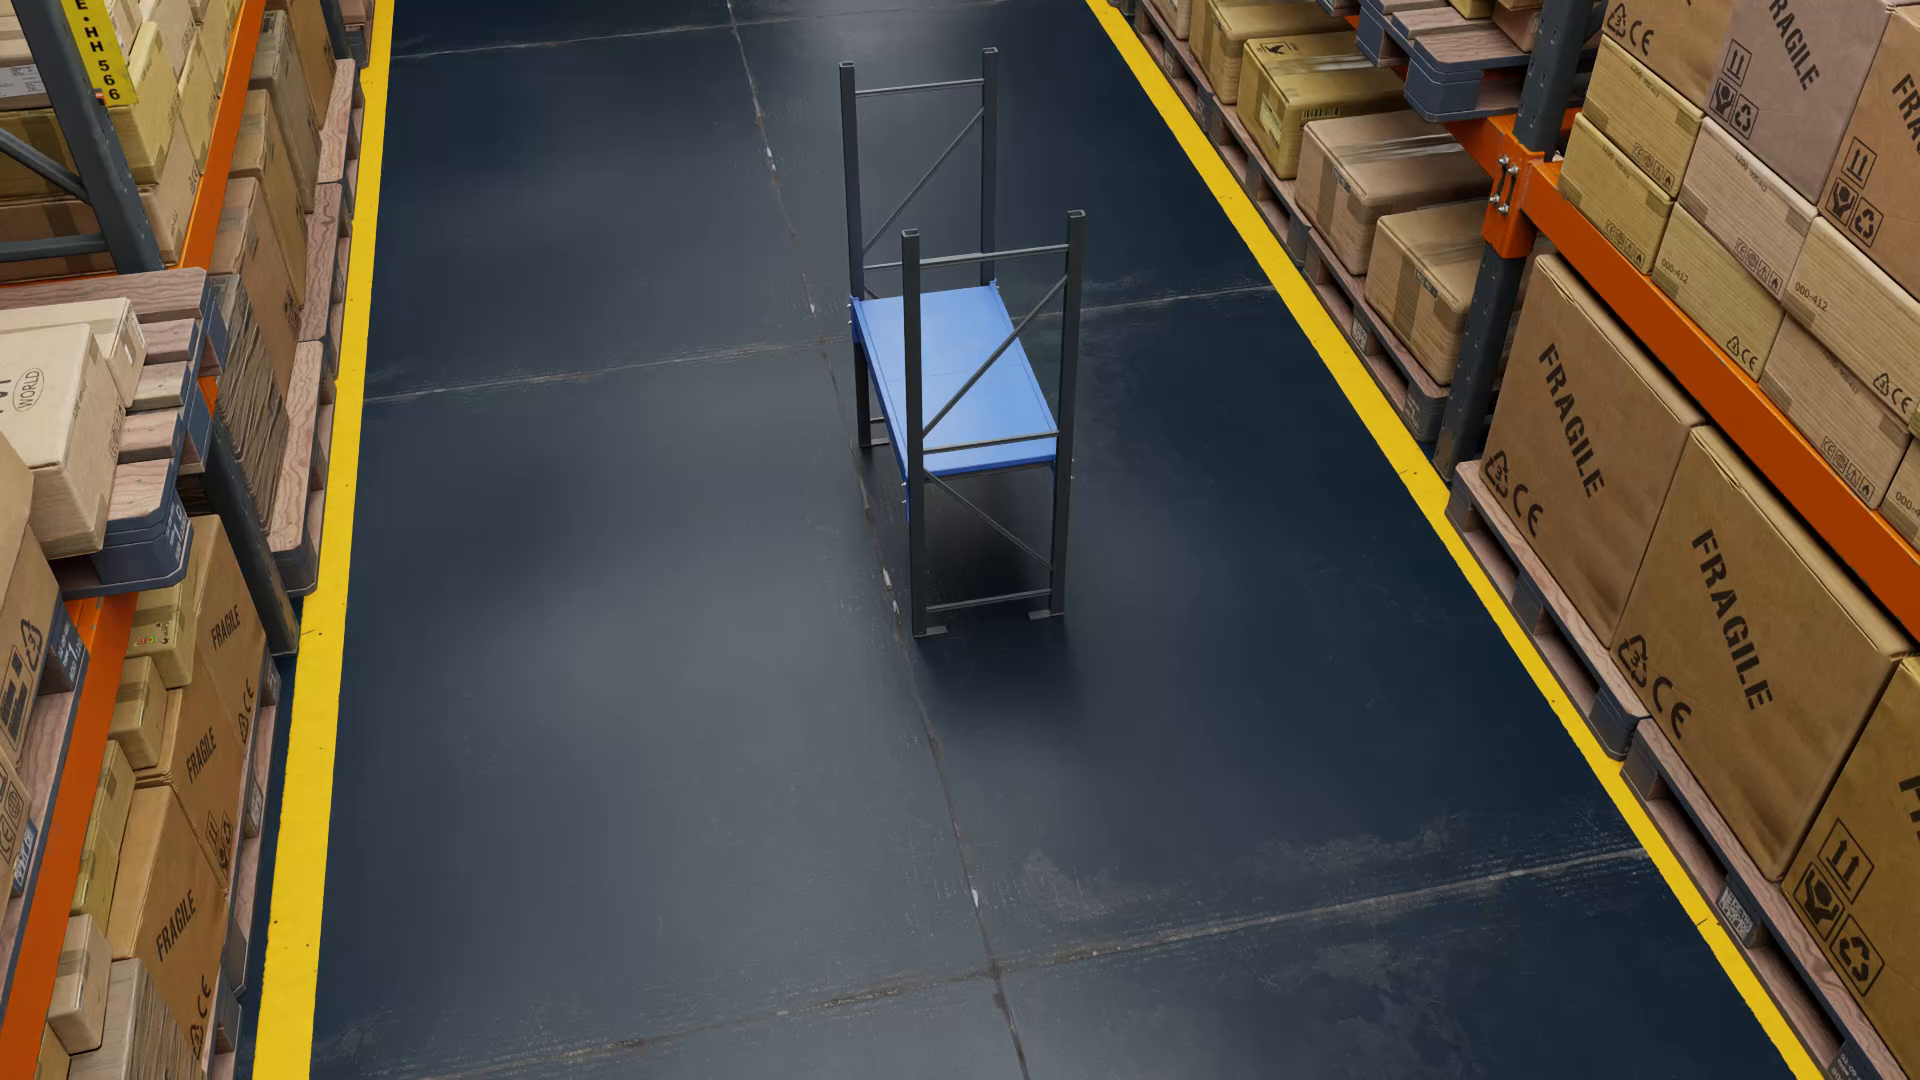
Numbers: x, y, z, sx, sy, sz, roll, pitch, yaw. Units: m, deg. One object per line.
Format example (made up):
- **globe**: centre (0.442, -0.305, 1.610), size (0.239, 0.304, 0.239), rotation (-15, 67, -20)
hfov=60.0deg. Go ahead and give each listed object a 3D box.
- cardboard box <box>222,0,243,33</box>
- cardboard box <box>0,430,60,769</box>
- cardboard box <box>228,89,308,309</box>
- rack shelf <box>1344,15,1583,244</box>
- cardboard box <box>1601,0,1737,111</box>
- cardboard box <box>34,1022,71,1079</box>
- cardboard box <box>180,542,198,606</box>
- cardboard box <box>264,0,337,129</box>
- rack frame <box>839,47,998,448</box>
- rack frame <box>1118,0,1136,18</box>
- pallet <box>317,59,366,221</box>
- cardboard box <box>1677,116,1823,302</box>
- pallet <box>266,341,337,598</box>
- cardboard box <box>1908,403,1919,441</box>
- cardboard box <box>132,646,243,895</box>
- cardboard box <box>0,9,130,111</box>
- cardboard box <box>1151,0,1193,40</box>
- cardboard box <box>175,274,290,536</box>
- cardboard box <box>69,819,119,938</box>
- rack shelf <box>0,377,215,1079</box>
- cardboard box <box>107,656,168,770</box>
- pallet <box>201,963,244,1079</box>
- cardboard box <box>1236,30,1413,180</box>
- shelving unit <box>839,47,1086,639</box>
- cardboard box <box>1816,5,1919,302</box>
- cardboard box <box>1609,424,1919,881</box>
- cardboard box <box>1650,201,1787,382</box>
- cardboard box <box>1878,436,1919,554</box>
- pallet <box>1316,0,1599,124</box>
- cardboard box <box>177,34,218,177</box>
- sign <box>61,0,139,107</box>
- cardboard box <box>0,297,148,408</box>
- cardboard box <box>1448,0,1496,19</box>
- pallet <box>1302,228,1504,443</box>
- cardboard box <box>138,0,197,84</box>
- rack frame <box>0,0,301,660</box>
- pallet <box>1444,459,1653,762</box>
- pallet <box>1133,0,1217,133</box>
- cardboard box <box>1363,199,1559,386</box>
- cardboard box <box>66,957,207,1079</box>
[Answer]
- **cardboard box**: centre (-2.814, -1.982, 5.836), size (0.500, 0.250, 0.500), rotation (-7, 42, -8)
- **cardboard box**: centre (-2.092, 0.117, 2.965), size (0.797, 0.503, 0.637), rotation (-9, 42, -10)
- **cardboard box**: centre (-3.041, -1.253, 6.375), size (0.875, 0.625, 0.625), rotation (-10, 43, -11)
- **rack shelf**: centre (1.789, -2.460, 6.804), size (1.077, 0.370, 4.000), rotation (-8, 42, -9)
- **cardboard box**: centre (2.088, -1.489, 4.340), size (0.500, 0.500, 0.500), rotation (-10, 43, -11)
- **cardboard box**: centre (-2.009, 1.130, 3.295), size (0.380, 0.149, 0.250), rotation (-8, 42, -9)
- **cardboard box**: centre (-2.271, 0.100, 4.456), size (0.380, 0.149, 0.250), rotation (-10, 43, -11)
- **cardboard box**: centre (-3.365, -2.244, 7.491), size (0.875, 0.625, 0.625), rotation (-7, 42, -7)
- **rack frame**: centre (-0.128, -0.946, 5.686), size (0.500, 1.500, 0.032), rotation (-8, 42, -9)
- **rack frame**: centre (1.357, -4.026, 8.025), size (1.000, 3.000, 0.127), rotation (-8, 42, -9)
- **pallet**: centre (-3.292, -1.797, 7.615), size (1.003, 0.211, 1.213), rotation (-8, 42, -9)
- **cardboard box**: centre (2.199, -0.865, 4.201), size (0.500, 0.250, 0.500), rotation (-7, 42, -8)
- **pallet**: centre (-2.765, -0.215, 5.834), size (1.003, 0.211, 1.213), rotation (-8, 42, -9)
- **cardboard box**: centre (2.391, -0.209, 3.462), size (0.500, 0.250, 0.500), rotation (-8, 42, -9)
- **cardboard box**: centre (-2.226, 0.628, 4.350), size (0.500, 0.500, 0.500), rotation (-9, 42, -10)
- **cardboard box**: centre (-2.407, -1.248, 4.332), size (0.380, 0.149, 0.250), rotation (-7, 42, -8)
- **cardboard box**: centre (1.473, -2.860, 8.376), size (0.950, 0.372, 0.625), rotation (-8, 42, -9)
- **cardboard box**: centre (-2.747, -0.394, 5.407), size (0.875, 0.625, 0.625), rotation (-7, 42, -8)
- **cardboard box**: centre (-2.101, 0.789, 3.680), size (0.380, 0.149, 0.250), rotation (-9, 42, -10)
- **rack shelf**: centre (-2.194, 0.846, 3.079), size (1.077, 0.370, 4.000), rotation (-8, 42, -9)
- **cardboard box**: centre (-2.168, 0.449, 4.062), size (0.380, 0.149, 0.250), rotation (-10, 43, -11)
- **pallet**: centre (-2.241, 1.602, 3.786), size (1.003, 0.211, 1.213), rotation (-8, 42, -9)
- **cardboard box**: centre (1.783, -1.944, 7.344), size (0.950, 0.372, 0.625), rotation (-7, 42, -8)
- **shelving unit**: centre (-0.018, -0.616, 5.314), size (0.538, 1.500, 1.048), rotation (-8, 42, -9)
- **cardboard box**: centre (2.301, -0.832, 3.599), size (0.500, 0.500, 0.500), rotation (-7, 42, -8)
- **cardboard box**: centre (2.477, 0.243, 4.501), size (0.875, 0.875, 0.875), rotation (-8, 42, -9)
- **cardboard box**: centre (2.209, -0.693, 4.384), size (0.500, 0.250, 0.500), rotation (-9, 42, -11)
- **cardboard box**: centre (2.426, -0.033, 3.640), size (0.500, 0.250, 0.500), rotation (-8, 42, -9)
- **pallet**: centre (1.963, -1.808, 5.671), size (1.213, 0.211, 1.003), rotation (-8, 42, -9)
- **cardboard box**: centre (-2.586, -1.312, 5.082), size (0.500, 0.250, 0.500), rotation (-9, 42, -10)
- **sign**: centre (-2.097, -1.206, 4.037), size (0.100, 0.325, 0.005), rotation (-8, 42, -9)
- **cardboard box**: centre (-2.109, -0.411, 3.827), size (0.380, 0.149, 0.250), rotation (-8, 42, -8)
- **cardboard box**: centre (1.792, -1.838, 5.434), size (0.380, 0.149, 0.250), rotation (-8, 42, -9)
- **pallet**: centre (2.053, -0.897, 6.601), size (1.003, 0.211, 1.213), rotation (-8, 42, -9)
- **cardboard box**: centre (-2.589, -1.497, 4.914), size (0.500, 0.250, 0.500), rotation (-7, 42, -8)
- **rack frame**: centre (-2.625, -0.719, 4.301), size (1.000, 3.000, 0.127), rotation (-8, 42, -9)
- **pallet**: centre (2.317, 0.132, 5.442), size (1.003, 0.211, 1.213), rotation (-8, 42, -9)
- **pallet**: centre (1.527, -2.478, 8.383), size (1.003, 0.211, 1.213), rotation (-8, 42, -9)
- **cardboard box**: centre (2.108, -0.975, 6.252), size (0.950, 0.372, 0.625), rotation (-11, 43, -12)
- **cardboard box**: centre (-1.980, 1.301, 3.592), size (0.500, 0.500, 0.500), rotation (-10, 43, -11)
